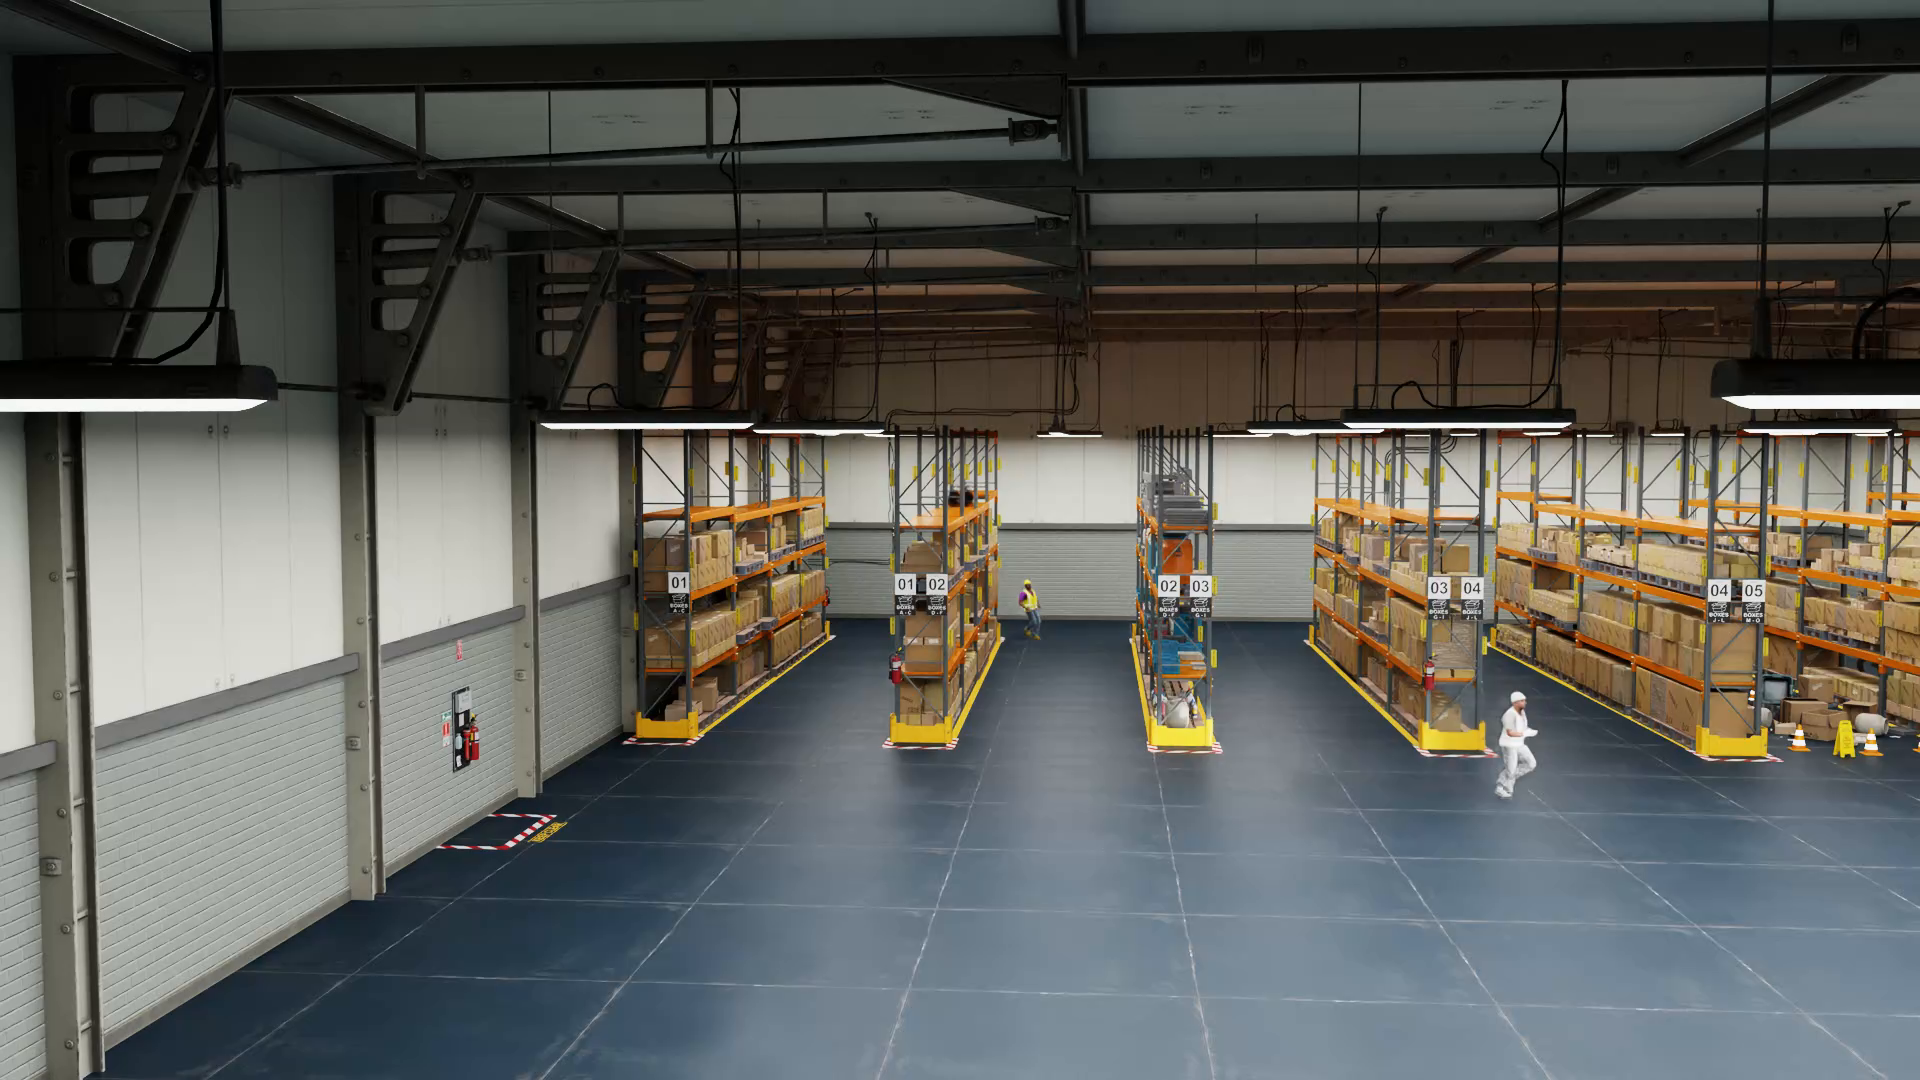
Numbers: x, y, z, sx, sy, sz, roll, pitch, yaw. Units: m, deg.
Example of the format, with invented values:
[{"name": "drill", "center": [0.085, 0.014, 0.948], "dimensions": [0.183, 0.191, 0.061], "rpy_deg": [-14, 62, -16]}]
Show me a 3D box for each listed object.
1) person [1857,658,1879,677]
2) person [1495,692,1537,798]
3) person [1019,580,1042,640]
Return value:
[{"name": "person", "center": [21.343, 2.546, 38.996], "dimensions": [0.632, 1.720, 1.097], "rpy_deg": [0, 3, 4]}, {"name": "person", "center": [8.832, 3.254, 26.370], "dimensions": [0.728, 1.721, 0.726], "rpy_deg": [3, 5, 42]}, {"name": "person", "center": [2.041, 2.008, 47.782], "dimensions": [0.757, 1.727, 0.622], "rpy_deg": [-3, 5, -44]}]
